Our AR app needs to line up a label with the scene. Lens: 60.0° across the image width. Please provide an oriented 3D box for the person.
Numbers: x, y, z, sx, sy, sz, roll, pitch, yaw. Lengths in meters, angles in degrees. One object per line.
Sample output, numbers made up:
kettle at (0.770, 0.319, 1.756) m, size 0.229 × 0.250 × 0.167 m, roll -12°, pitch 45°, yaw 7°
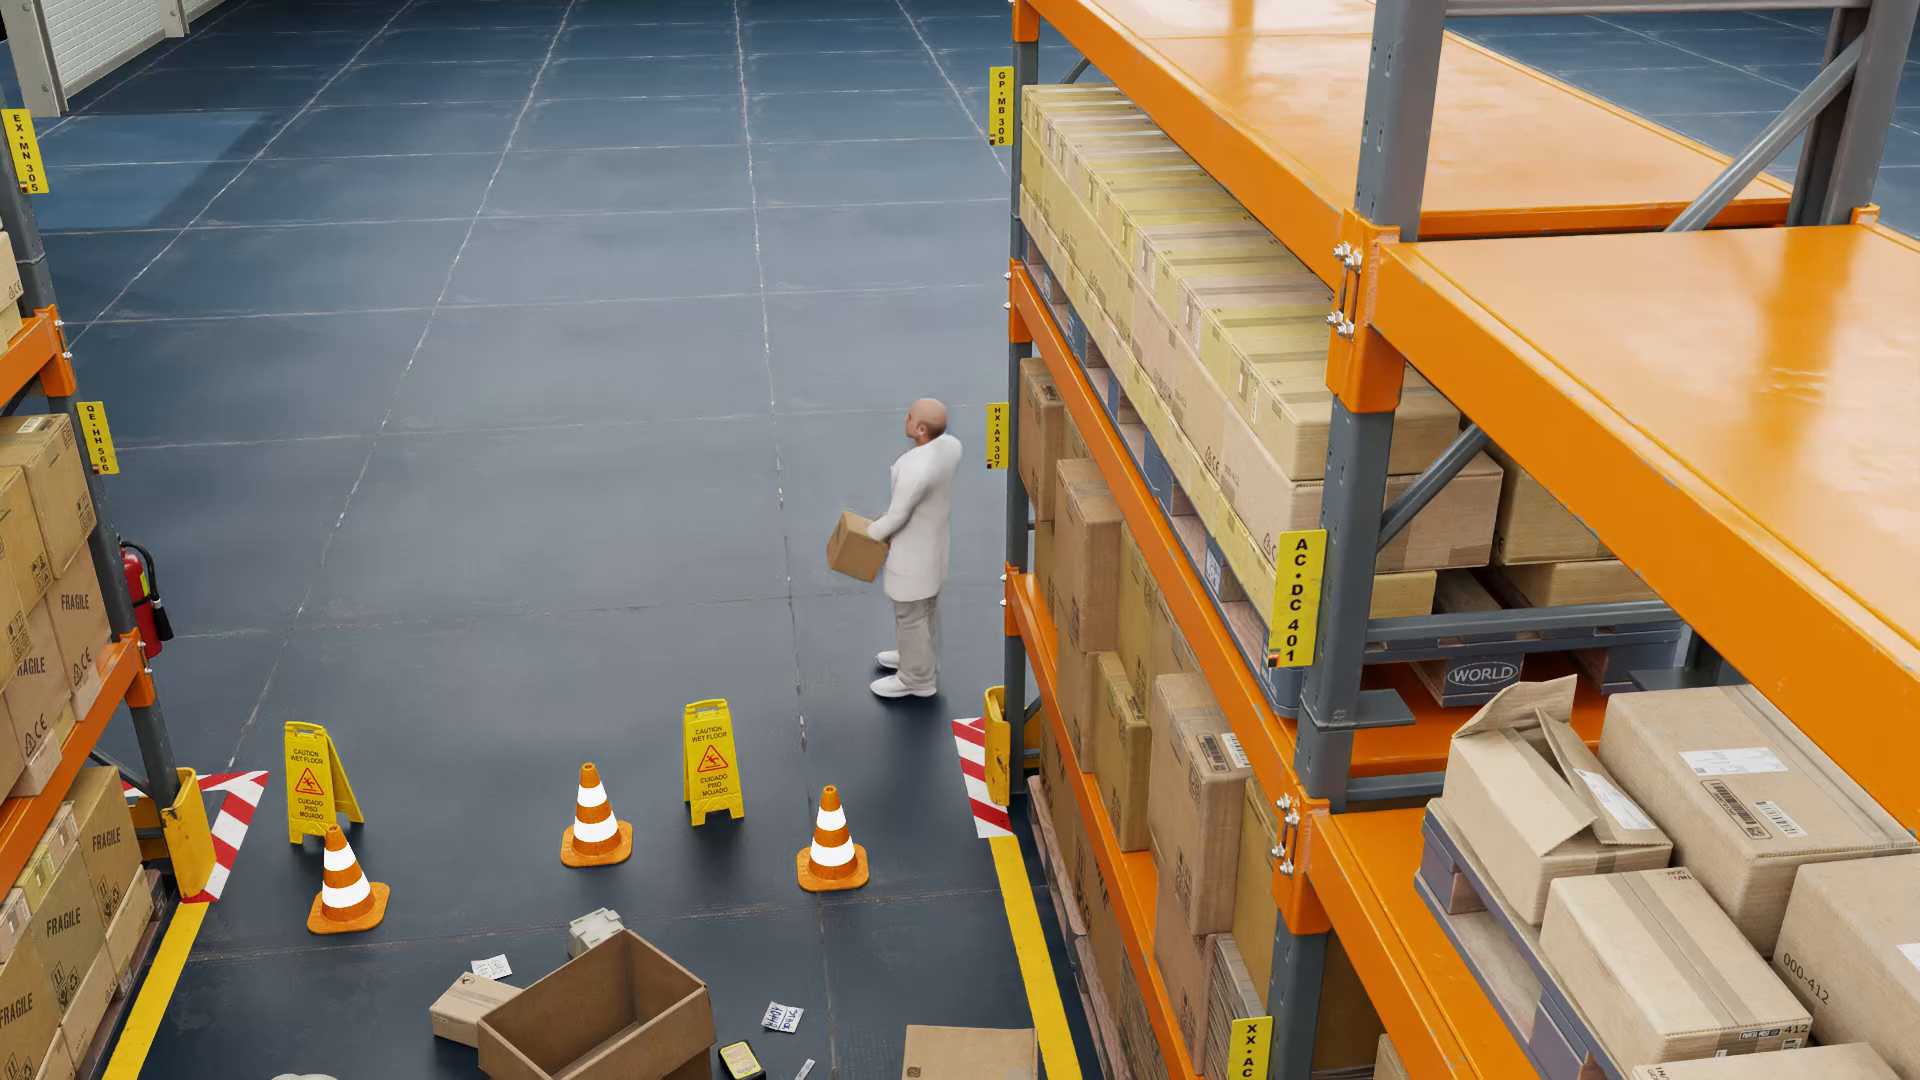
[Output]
person at (-0.298, 0.070, 9.069) m, size 0.540 × 1.695 × 0.566 m, roll 12°, pitch 29°, yaw 22°
